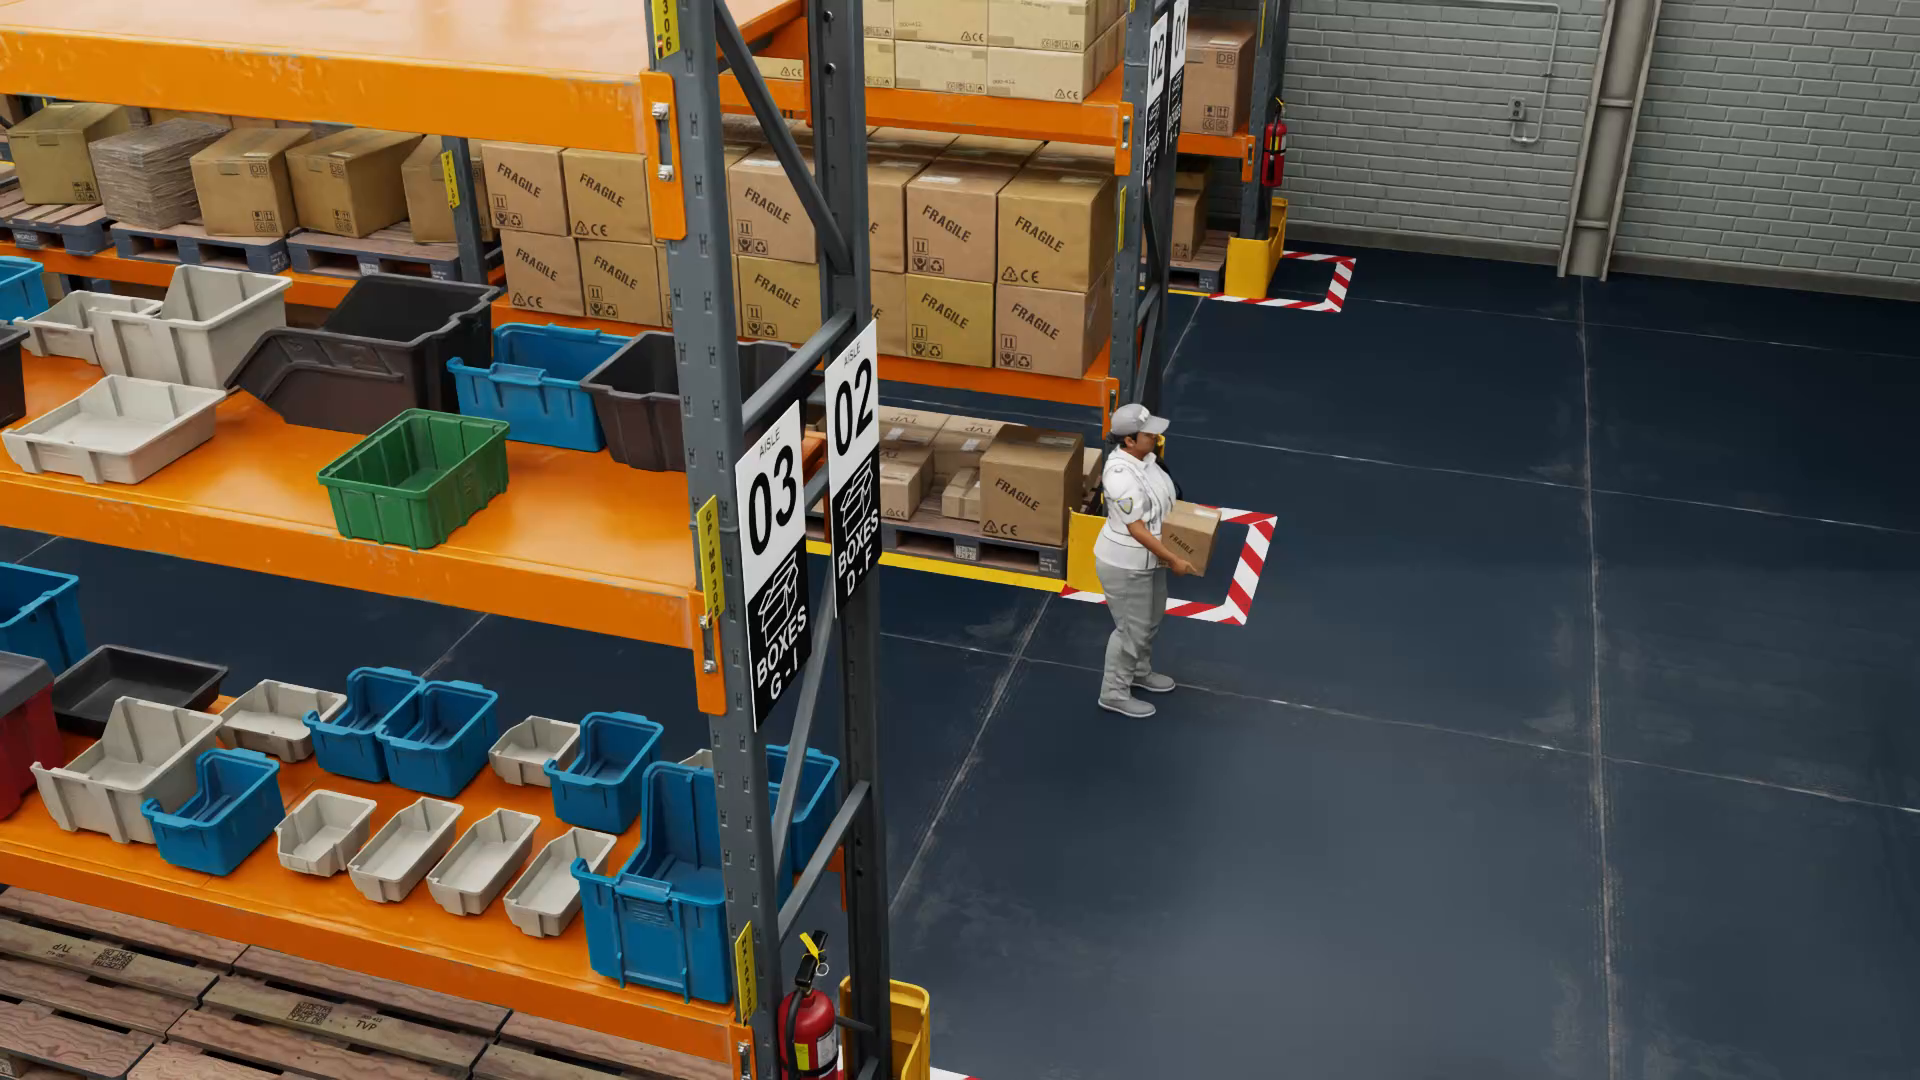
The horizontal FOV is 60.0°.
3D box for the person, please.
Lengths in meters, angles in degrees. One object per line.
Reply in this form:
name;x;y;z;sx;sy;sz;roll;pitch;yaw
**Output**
person;0.943;0.100;8.332;0.535;1.655;0.454;9;31;16
